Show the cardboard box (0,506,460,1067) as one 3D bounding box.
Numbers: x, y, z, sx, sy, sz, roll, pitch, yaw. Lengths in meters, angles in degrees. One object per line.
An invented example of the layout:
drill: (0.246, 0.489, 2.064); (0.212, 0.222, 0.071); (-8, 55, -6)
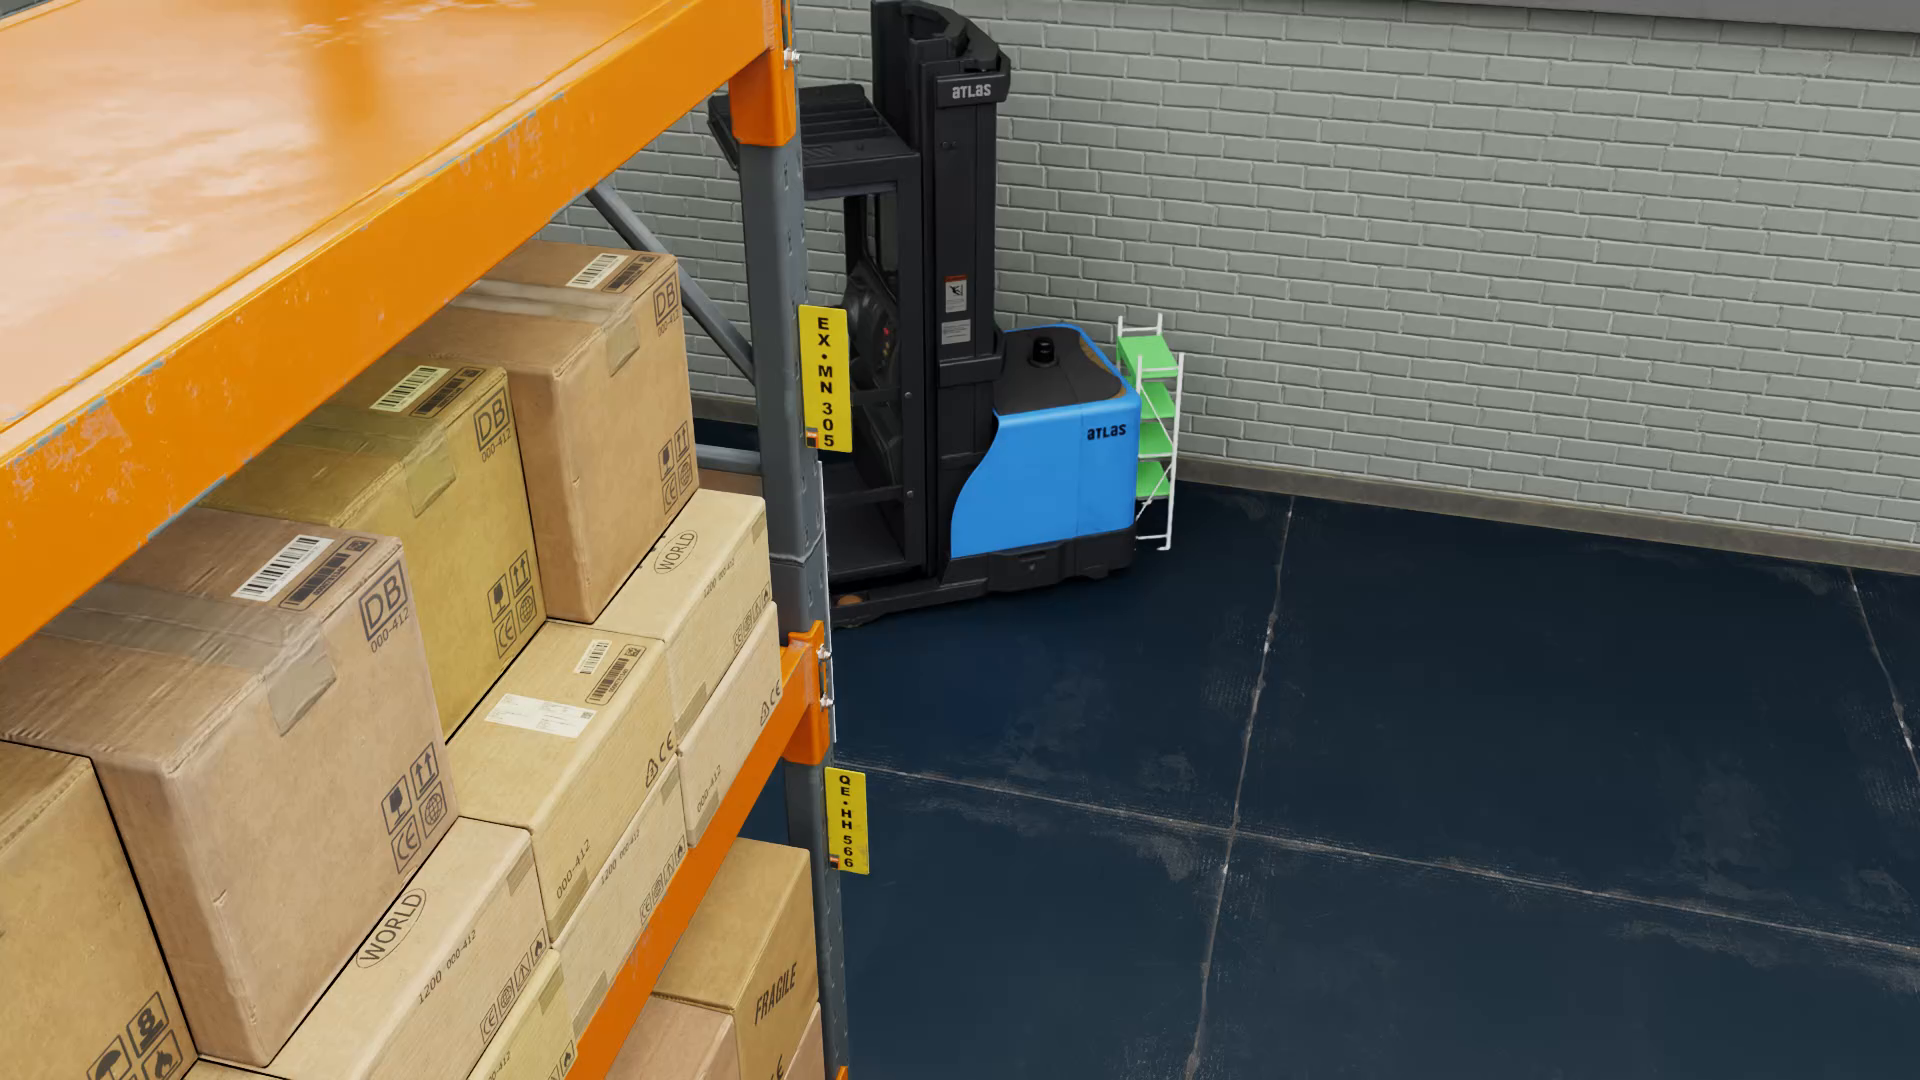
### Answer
cardboard box: (-1.154, 0.286, 2.253); (0.700, 0.500, 0.500); (8, 33, 12)

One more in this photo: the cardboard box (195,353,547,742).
cardboard box: (-1.131, 0.012, 2.684); (0.700, 0.500, 0.500); (8, 33, 12)

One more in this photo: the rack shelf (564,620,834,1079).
rack shelf: (-1.315, 1.301, 2.352); (1.077, 0.370, 4.000); (8, 33, 12)

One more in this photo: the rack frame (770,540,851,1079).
rack frame: (-0.807, 1.225, 4.597); (1.000, 3.000, 0.127); (8, 33, 12)

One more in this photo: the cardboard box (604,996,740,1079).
cardboard box: (-0.782, 1.292, 3.467); (0.500, 0.500, 0.500); (9, 34, 14)

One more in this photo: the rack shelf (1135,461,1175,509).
rack shelf: (1.014, -0.325, 9.277); (0.258, 0.148, 0.480); (-4, 33, -6)

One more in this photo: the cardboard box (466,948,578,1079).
cardboard box: (-0.934, 0.844, 2.539); (0.500, 0.250, 0.500); (8, 33, 12)

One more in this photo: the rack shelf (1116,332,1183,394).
rack shelf: (1.008, -0.933, 8.891); (0.258, 0.148, 0.480); (-4, 33, -6)

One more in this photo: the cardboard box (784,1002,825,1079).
cardboard box: (-0.658, 1.453, 4.146); (0.500, 0.500, 0.500); (9, 34, 14)

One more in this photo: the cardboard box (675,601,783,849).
cardboard box: (-0.683, 0.325, 3.356); (0.500, 0.250, 0.500); (8, 33, 12)

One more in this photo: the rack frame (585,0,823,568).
rack frame: (-0.807, -1.306, 2.987); (1.000, 3.000, 0.127); (8, 33, 12)

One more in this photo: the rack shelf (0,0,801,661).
rack shelf: (-1.315, 0.036, 1.548); (1.077, 0.370, 4.000); (8, 33, 12)

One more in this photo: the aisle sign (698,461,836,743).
aisle sign: (-0.494, 0.134, 3.889); (0.394, 0.787, 0.004); (8, 33, 12)

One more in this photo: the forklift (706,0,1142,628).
forklift: (-0.630, -1.069, 8.270); (3.031, 2.935, 1.130); (-9, 34, -14)

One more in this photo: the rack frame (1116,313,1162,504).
rack frame: (0.981, -0.711, 9.318); (0.240, 1.200, 0.015); (-4, 33, -6)

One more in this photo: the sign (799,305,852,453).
sign: (-0.276, -0.328, 3.419); (0.100, 0.325, 0.005); (8, 33, 12)

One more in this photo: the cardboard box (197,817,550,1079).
cardboard box: (-0.948, 0.631, 2.408); (0.500, 0.250, 0.500); (8, 33, 12)

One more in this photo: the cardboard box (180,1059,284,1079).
cardboard box: (-1.069, 0.892, 1.999); (0.500, 0.250, 0.500); (8, 33, 12)

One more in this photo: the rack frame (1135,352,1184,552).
rack frame: (1.042, -0.452, 8.910); (0.240, 1.200, 0.015); (-4, 33, -6)

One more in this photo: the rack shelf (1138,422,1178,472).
rack shelf: (1.012, -0.528, 9.148); (0.258, 0.148, 0.480); (-4, 33, -6)

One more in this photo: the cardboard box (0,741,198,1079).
cardboard box: (-1.371, 0.533, 1.865); (0.700, 0.500, 0.500); (8, 33, 12)

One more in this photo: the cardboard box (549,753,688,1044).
cardboard box: (-0.820, 0.583, 2.950); (0.500, 0.250, 0.500); (8, 33, 12)

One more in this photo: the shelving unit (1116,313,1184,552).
shelving unit: (1.011, -0.582, 9.114); (0.258, 1.200, 0.503); (-4, 33, -6)

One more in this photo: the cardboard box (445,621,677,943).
cardboard box: (-0.818, 0.373, 2.816); (0.500, 0.250, 0.500); (8, 33, 12)

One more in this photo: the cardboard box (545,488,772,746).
cardboard box: (-0.691, 0.113, 3.224); (0.500, 0.250, 0.500); (8, 33, 12)

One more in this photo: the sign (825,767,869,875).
sign: (-0.276, 0.689, 4.066); (0.100, 0.325, 0.005); (8, 33, 12)

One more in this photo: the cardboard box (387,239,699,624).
cardboard box: (-0.922, -0.236, 3.074); (0.700, 0.500, 0.500); (8, 33, 12)

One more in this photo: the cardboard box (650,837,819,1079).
cardboard box: (-0.654, 1.030, 3.879); (0.500, 0.500, 0.500); (8, 33, 12)

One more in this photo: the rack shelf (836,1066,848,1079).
rack shelf: (-1.315, 2.567, 3.157); (1.077, 0.370, 4.000); (8, 33, 12)

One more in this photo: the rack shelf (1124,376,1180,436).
rack shelf: (1.010, -0.730, 9.020); (0.258, 0.148, 0.480); (-4, 33, -6)
